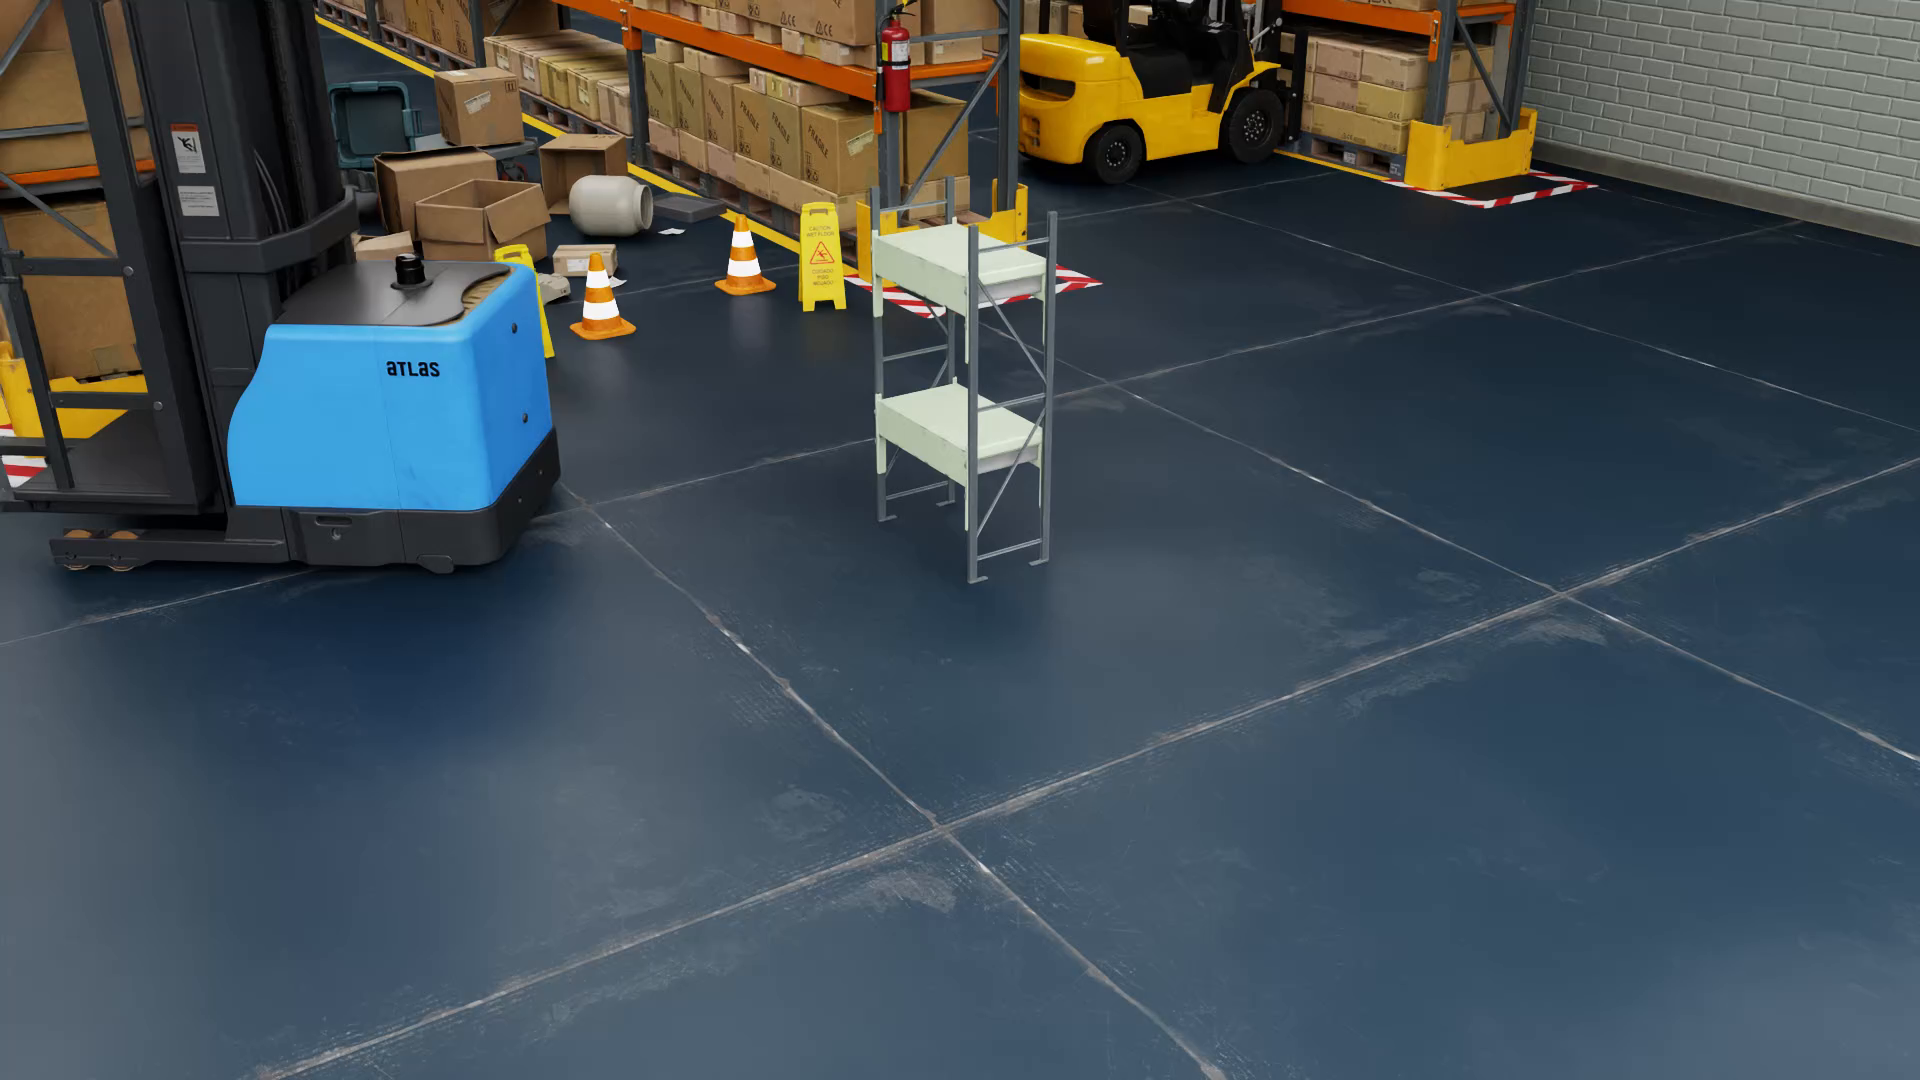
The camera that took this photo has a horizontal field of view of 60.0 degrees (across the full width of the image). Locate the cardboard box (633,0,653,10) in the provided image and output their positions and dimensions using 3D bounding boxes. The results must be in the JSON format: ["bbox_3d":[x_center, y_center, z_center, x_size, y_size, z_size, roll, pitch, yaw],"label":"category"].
[{"bbox_3d":[-2.346,-4.267,13.069,0.380,0.149,0.250,-16,29,-30],"label":"cardboard box"}]

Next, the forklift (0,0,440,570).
[{"bbox_3d":[-3.390,-1.418,6.821,3.031,2.935,1.121,2,25,3],"label":"forklift"}]

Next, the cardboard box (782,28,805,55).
[{"bbox_3d":[-0.969,-3.354,11.135,0.380,0.149,0.250,-15,29,-29],"label":"cardboard box"}]

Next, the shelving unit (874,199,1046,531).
[{"bbox_3d":[0.001,-0.678,6.929,0.431,1.308,0.731,-16,29,-30],"label":"shelving unit"}]

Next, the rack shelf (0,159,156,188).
[{"bbox_3d":[-5.250,-2.458,9.474,0.919,0.052,3.809,-16,29,-30],"label":"rack shelf"}]

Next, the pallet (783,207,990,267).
[{"bbox_3d":[-0.521,-2.202,11.668,1.003,0.211,1.213,-16,29,-30],"label":"pallet"}]

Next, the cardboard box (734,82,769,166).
[{"bbox_3d":[-1.279,-3.017,11.977,0.500,0.500,0.500,-16,30,-31],"label":"cardboard box"}]

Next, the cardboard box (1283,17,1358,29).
[{"bbox_3d":[3.173,-4.454,14.729,0.500,0.250,0.500,-16,30,-31],"label":"cardboard box"}]

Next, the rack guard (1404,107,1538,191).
[{"bbox_3d":[4.104,-3.156,13.351,1.175,0.500,0.348,-16,29,-30],"label":"rack guard"}]

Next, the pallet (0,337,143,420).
[{"bbox_3d":[-4.660,-0.954,9.024,1.003,0.211,1.213,-16,29,-30],"label":"pallet"}]

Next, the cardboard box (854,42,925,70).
[{"bbox_3d":[-0.449,-3.108,10.613,0.380,0.149,0.250,-14,29,-28],"label":"cardboard box"}]

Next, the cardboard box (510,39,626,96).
[{"bbox_3d":[-3.724,-4.534,15.926,0.950,0.372,0.625,-16,30,-31],"label":"cardboard box"}]

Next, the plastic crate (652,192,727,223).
[{"bbox_3d":[-2.080,-2.495,12.442,0.583,0.080,0.402,18,31,33],"label":"plastic crate"}]

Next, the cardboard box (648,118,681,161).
[{"bbox_3d":[-2.154,-3.240,13.330,0.500,0.250,0.500,-17,30,-32],"label":"cardboard box"}]

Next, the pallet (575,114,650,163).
[{"bbox_3d":[-2.676,-3.585,14.597,1.003,0.211,1.213,-16,29,-30],"label":"pallet"}]

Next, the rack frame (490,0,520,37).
[{"bbox_3d":[-4.430,-5.999,16.445,0.949,2.616,0.053,-16,29,-30],"label":"rack frame"}]

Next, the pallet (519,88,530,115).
[{"bbox_3d":[-4.008,-4.458,16.446,1.003,0.211,1.213,-16,29,-30],"label":"pallet"}]

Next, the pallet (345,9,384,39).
[{"bbox_3d":[-6.966,-6.459,20.684,1.003,0.211,1.213,-16,29,-30],"label":"pallet"}]

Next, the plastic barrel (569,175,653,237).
[{"bbox_3d":[-2.462,-2.358,11.749,0.512,0.421,0.421,3,25,6],"label":"plastic barrel"}]

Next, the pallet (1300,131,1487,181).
[{"bbox_3d":[3.638,-3.298,13.989,1.003,0.211,1.213,-16,29,-30],"label":"pallet"}]

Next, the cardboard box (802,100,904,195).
[{"bbox_3d":[-0.722,-2.649,11.197,0.500,0.500,0.500,-15,29,-29],"label":"cardboard box"}]

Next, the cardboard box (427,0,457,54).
[{"bbox_3d":[-5.224,-5.814,18.049,0.875,0.875,0.875,-15,29,-29],"label":"cardboard box"}]

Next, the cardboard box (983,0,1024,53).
[{"bbox_3d":[0.784,-5.574,17.833,0.875,0.625,0.625,-17,30,-32],"label":"cardboard box"}]

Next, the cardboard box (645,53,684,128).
[{"bbox_3d":[-2.154,-3.580,13.170,0.500,0.500,0.500,-14,29,-27],"label":"cardboard box"}]

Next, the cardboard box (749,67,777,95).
[{"bbox_3d":[-1.256,-3.243,11.696,0.380,0.149,0.250,-14,29,-27],"label":"cardboard box"}]

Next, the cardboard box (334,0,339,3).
[{"bbox_3d":[-7.850,-7.353,21.822,0.875,0.438,0.875,-15,29,-28],"label":"cardboard box"}]

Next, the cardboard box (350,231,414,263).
[{"bbox_3d":[-3.860,-1.956,11.083,0.396,0.266,0.258,-10,27,-21],"label":"cardboard box"}]

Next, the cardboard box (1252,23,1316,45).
[{"bbox_3d":[2.740,-4.328,14.463,0.500,0.250,0.500,-16,30,-31],"label":"cardboard box"}]

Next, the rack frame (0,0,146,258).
[{"bbox_3d":[-4.161,-1.947,7.860,0.949,2.616,0.053,-16,29,-30],"label":"rack frame"}]

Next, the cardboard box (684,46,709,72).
[{"bbox_3d":[-1.854,-3.631,12.518,0.380,0.149,0.250,-14,29,-28],"label":"cardboard box"}]

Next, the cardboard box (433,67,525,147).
[{"bbox_3d":[-3.725,-3.354,12.883,0.500,0.500,0.500,-16,29,-30],"label":"cardboard box"}]

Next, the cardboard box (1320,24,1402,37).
[{"bbox_3d":[3.447,-4.269,14.338,0.516,0.250,0.516,-17,30,-32],"label":"cardboard box"}]

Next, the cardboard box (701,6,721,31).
[{"bbox_3d":[-1.656,-3.807,12.095,0.380,0.149,0.250,-15,29,-29],"label":"cardboard box"}]

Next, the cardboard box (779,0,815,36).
[{"bbox_3d":[-0.863,-3.627,10.954,0.500,0.500,0.500,-15,29,-29],"label":"cardboard box"}]

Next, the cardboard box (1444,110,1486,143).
[{"bbox_3d":[3.986,-3.463,13.801,0.500,0.250,0.500,-15,29,-29],"label":"cardboard box"}]

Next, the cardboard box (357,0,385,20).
[{"bbox_3d":[-14.379,-2.508,10.490,25.399,1.350,10.438,-16,30,-30],"label":"cardboard box"}]

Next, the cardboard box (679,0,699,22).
[{"bbox_3d":[-1.889,-4.004,12.513,0.380,0.149,0.250,-15,29,-28],"label":"cardboard box"}]

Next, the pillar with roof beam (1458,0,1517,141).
[{"bbox_3d":[0.859,-6.464,10.402,9.100,9.000,0.400,-16,29,-30],"label":"pillar with roof beam"}]

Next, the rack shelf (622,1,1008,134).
[{"bbox_3d":[-1.158,-3.527,12.051,1.077,0.370,4.000,-16,29,-30],"label":"rack shelf"}]

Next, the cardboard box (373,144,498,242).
[{"bbox_3d":[-3.664,-2.441,11.671,0.797,0.637,0.503,-16,29,-30],"label":"cardboard box"}]

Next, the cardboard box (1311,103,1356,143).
[{"bbox_3d":[3.097,-4.584,14.259,1.003,1.888,2.032,-15,29,-29],"label":"cardboard box"}]

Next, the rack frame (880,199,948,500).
[{"bbox_3d":[-0.195,-0.807,7.203,0.380,1.308,0.010,-16,29,-30],"label":"rack frame"}]

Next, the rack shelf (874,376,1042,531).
[{"bbox_3d":[0.004,-0.381,7.064,0.431,0.370,0.720,-16,29,-30],"label":"rack shelf"}]

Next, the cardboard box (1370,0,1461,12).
[{"bbox_3d":[3.602,-4.455,13.057,0.500,0.500,0.500,-16,30,-31],"label":"cardboard box"}]

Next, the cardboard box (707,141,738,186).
[{"bbox_3d":[-1.561,-2.863,12.530,0.500,0.250,0.500,-16,30,-30],"label":"cardboard box"}]
